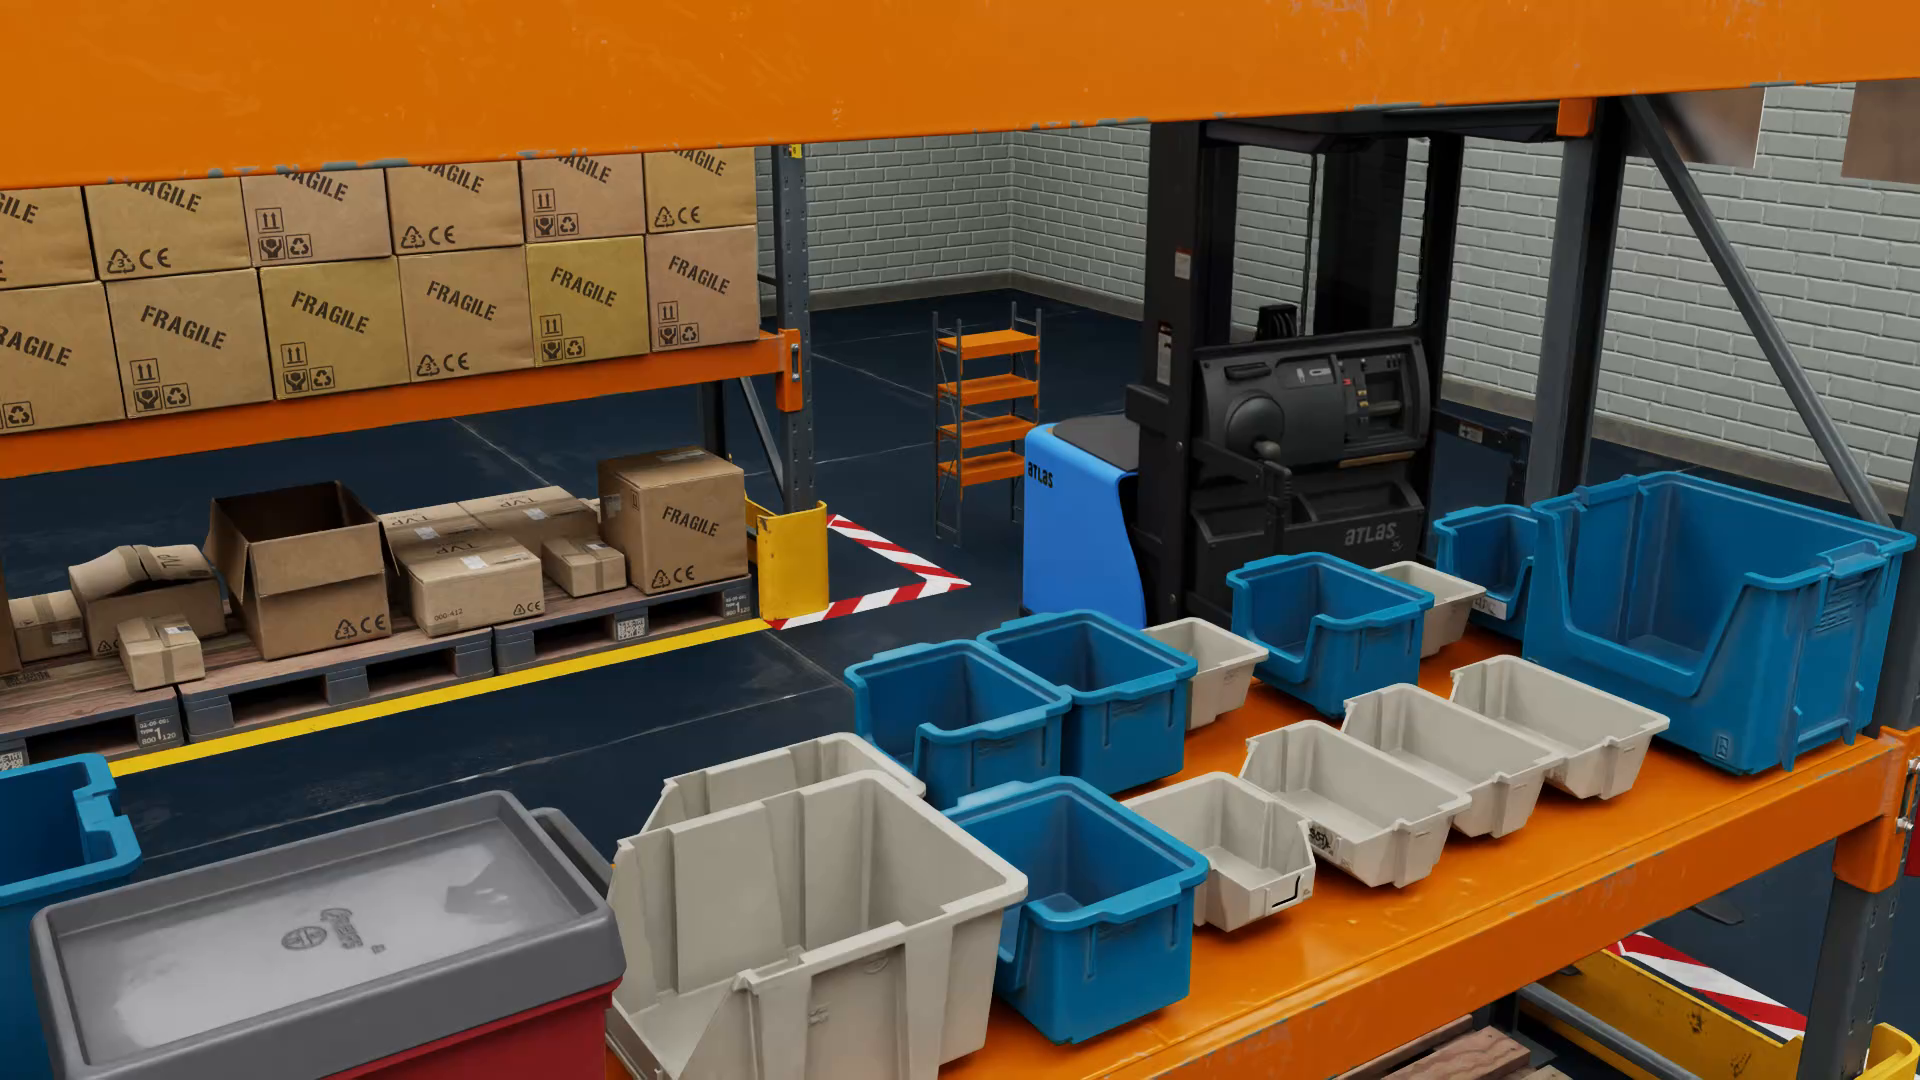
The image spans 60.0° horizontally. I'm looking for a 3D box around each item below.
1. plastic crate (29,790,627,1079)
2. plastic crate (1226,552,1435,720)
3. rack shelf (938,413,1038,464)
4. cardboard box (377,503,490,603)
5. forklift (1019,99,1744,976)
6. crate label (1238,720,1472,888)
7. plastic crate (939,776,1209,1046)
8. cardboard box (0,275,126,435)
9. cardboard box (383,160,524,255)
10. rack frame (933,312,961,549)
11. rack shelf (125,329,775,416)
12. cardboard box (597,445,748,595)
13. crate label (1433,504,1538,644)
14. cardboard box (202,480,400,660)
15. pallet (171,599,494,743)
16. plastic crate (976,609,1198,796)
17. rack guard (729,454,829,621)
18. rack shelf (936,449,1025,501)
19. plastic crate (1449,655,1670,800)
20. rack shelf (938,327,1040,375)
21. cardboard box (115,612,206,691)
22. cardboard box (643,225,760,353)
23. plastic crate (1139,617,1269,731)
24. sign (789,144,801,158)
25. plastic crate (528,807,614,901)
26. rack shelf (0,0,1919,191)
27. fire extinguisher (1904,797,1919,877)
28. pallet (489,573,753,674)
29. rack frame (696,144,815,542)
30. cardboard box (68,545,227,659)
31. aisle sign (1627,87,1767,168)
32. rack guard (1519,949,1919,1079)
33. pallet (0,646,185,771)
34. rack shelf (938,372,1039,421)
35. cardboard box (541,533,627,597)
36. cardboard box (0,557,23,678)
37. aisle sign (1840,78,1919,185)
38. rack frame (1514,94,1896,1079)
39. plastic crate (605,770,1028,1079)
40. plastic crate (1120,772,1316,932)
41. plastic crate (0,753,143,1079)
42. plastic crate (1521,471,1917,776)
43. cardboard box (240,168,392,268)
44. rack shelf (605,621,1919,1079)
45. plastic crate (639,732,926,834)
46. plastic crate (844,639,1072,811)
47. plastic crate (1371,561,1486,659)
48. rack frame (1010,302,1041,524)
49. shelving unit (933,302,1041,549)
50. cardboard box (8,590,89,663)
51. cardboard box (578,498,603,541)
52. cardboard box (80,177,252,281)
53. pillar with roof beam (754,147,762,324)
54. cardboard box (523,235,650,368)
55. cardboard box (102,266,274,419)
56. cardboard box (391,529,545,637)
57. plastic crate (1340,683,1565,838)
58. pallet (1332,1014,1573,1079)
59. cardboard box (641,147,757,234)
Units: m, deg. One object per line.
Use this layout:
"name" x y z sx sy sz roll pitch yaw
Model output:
"plastic crate" -0.727 0.641 1.971 0.583 0.464 0.402 -12 22 -31
"plastic crate" 0.793 0.208 3.614 0.300 0.233 0.416 -12 22 -31
"rack shelf" 0.138 -0.534 8.660 0.480 0.148 0.258 -12 22 -31
"cardboard box" -2.436 0.050 7.519 0.500 0.250 0.500 -12 22 -31
"forklift" 1.327 -0.475 5.572 1.130 2.935 3.031 -8 20 -24
"crate label" 0.680 0.477 2.968 0.243 0.136 0.396 -12 22 -31
"plastic crate" 0.156 0.567 2.552 0.300 0.233 0.416 -12 22 -31
"cardboard box" -3.330 -0.691 5.948 0.500 0.500 0.500 -11 22 -30
"cardboard box" -2.063 -1.427 6.565 0.500 0.500 0.500 -11 22 -30
"rack frame" -0.066 -0.555 8.512 0.015 1.200 0.240 -12 22 -31
"rack shelf" -2.661 -0.639 6.771 3.809 0.124 0.919 -12 22 -31
"cardboard box" -1.310 -0.102 7.580 0.500 0.500 0.500 -12 22 -31
"crate label" 1.343 0.092 3.957 0.303 0.233 0.416 -12 22 -31
"cardboard box" -2.765 0.107 6.957 0.637 0.503 0.797 -12 22 -31
"pallet" -2.738 0.449 7.088 1.213 0.211 1.003 -12 22 -31
"plastic crate" 0.243 0.324 3.271 0.300 0.233 0.416 -12 22 -31
"rack guard" -1.054 -0.042 8.089 0.348 0.500 1.175 -12 22 -31
"rack shelf" 0.138 -0.346 8.724 0.480 0.148 0.258 -12 22 -31
"plastic crate" 1.149 0.374 3.272 0.243 0.136 0.396 -12 22 -31
"rack shelf" 0.138 -0.970 8.513 0.480 0.148 0.258 -12 22 -31
"cardboard box" -3.145 0.427 6.534 0.250 0.166 0.380 -12 22 -31
"cardboard box" -1.215 -1.136 7.264 0.500 0.500 0.500 -11 22 -30
"plastic crate" 0.463 0.291 3.517 0.298 0.136 0.250 -12 22 -31
"sign" -0.702 -1.786 7.043 0.005 0.325 0.100 -12 22 -31
"plastic crate" -0.823 0.623 2.554 0.590 0.125 0.437 -12 22 -31
"rack shelf" 0.060 -0.642 2.400 4.000 0.370 1.077 -12 22 -31
"fire extinguisher" 2.106 0.394 3.599 0.183 0.674 0.296 -12 22 -31
"pallet" -1.720 0.235 7.720 1.213 0.211 1.003 -12 22 -31
"rack frame" -0.991 -1.240 7.729 0.127 3.000 1.000 -12 22 -31
"cardboard box" -3.385 0.222 6.917 0.500 0.311 0.500 -12 22 -31
"aisle sign" 1.627 -1.238 3.664 0.004 0.787 0.394 -12 22 -31
"rack guard" 1.743 1.262 4.231 0.348 0.500 1.175 -12 22 -31
"pallet" -3.758 0.665 6.448 1.213 0.211 1.003 -12 22 -31
"rack shelf" 0.138 -0.746 8.589 0.480 0.148 0.258 -12 22 -31
"cardboard box" -1.697 0.103 7.494 0.250 0.166 0.380 -12 22 -31
"cardboard box" -4.012 0.264 6.496 0.500 0.500 0.500 -12 22 -31
"aisle sign" 1.951 -1.080 3.197 0.004 0.787 0.394 -12 22 -31
"rack frame" 1.732 0.087 3.805 0.053 2.616 0.949 -12 22 -31
"plastic crate" -0.234 0.598 2.383 0.530 0.282 0.437 -12 22 -31
"plastic crate" 0.442 0.534 2.799 0.250 0.136 0.298 -12 22 -31
"plastic crate" -1.408 0.596 2.230 0.575 0.384 0.392 -12 22 -31
"plastic crate" 1.553 0.149 3.470 0.499 0.435 0.616 -12 22 -31
"cardboard box" -2.492 -1.337 6.298 0.500 0.500 0.500 -11 22 -30
"rack shelf" 0.060 0.779 2.881 4.000 0.370 1.077 -12 22 -31
"plastic crate" -0.322 0.500 2.901 0.466 0.136 0.293 -12 22 -31
"plastic crate" -0.007 0.377 3.114 0.300 0.233 0.416 -12 22 -31
"plastic crate" 1.029 0.172 3.871 0.298 0.136 0.250 -12 22 -31
"rack frame" 0.342 -0.641 8.766 0.015 1.200 0.240 -12 22 -31
"shelving unit" 0.138 -0.598 8.639 0.503 1.200 0.258 -12 22 -31
"cardboard box" -3.732 0.348 6.795 0.250 0.149 0.380 -12 22 -31
"cardboard box" -1.738 -0.080 8.035 0.250 0.166 0.380 -12 22 -31
"cardboard box" -2.923 -1.245 6.028 0.500 0.500 0.500 -13 22 -33
"pillar with roof beam" 0.428 -4.962 9.370 0.400 9.000 9.100 -12 22 -31
"cardboard box" -1.647 -1.043 6.991 0.500 0.500 0.500 -12 22 -31
"cardboard box" -2.911 -0.778 6.207 0.500 0.500 0.500 -12 22 -32
"cardboard box" -2.120 0.175 7.149 0.500 0.250 0.500 -12 22 -31
"plastic crate" 0.899 0.421 3.133 0.243 0.136 0.396 -12 22 -31
"pallet" 1.020 1.542 3.855 1.213 0.211 1.003 -12 22 -31
"cardboard box" -1.211 -1.609 7.103 0.500 0.500 0.500 -12 22 -32
